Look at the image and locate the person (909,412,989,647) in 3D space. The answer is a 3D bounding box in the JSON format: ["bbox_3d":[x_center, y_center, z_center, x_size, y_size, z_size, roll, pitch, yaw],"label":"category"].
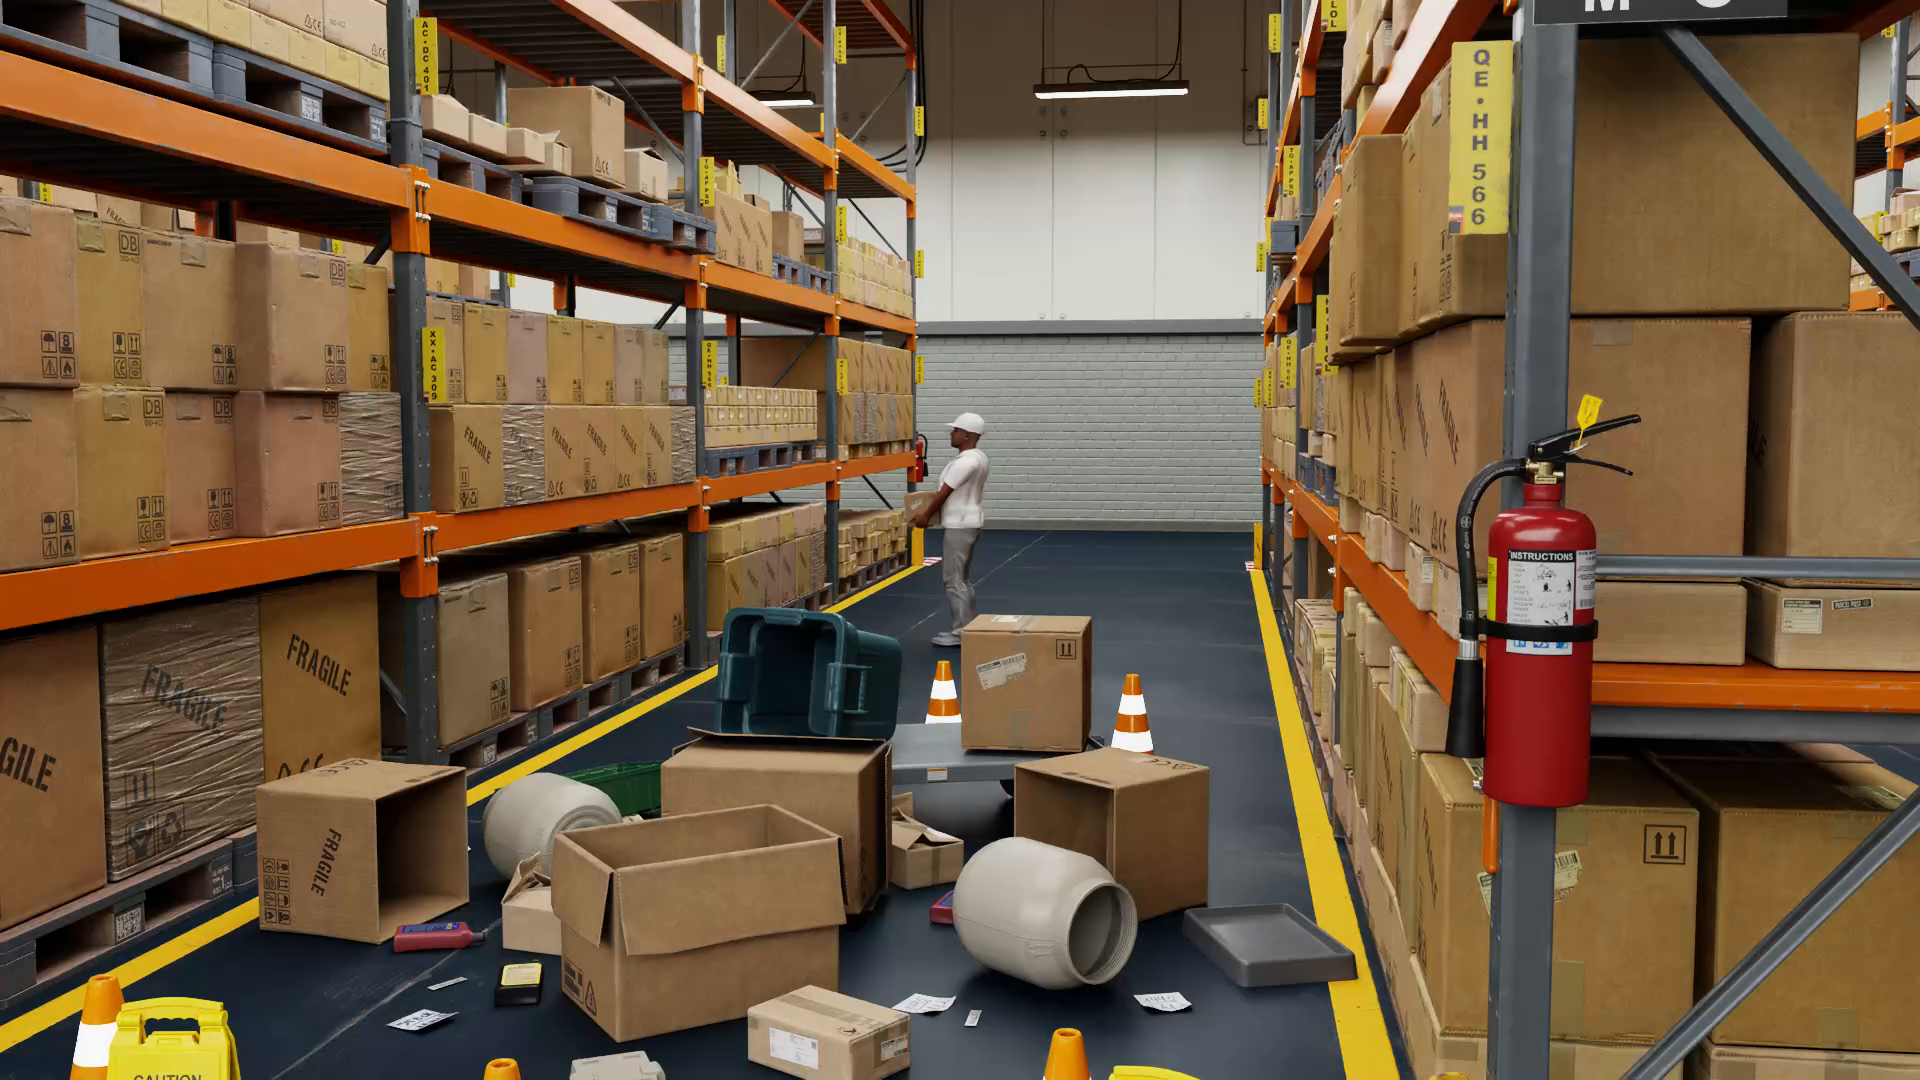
[{"bbox_3d":[-0.083,-0.085,12.621,0.577,1.763,0.505,1,4,9],"label":"person"}]
